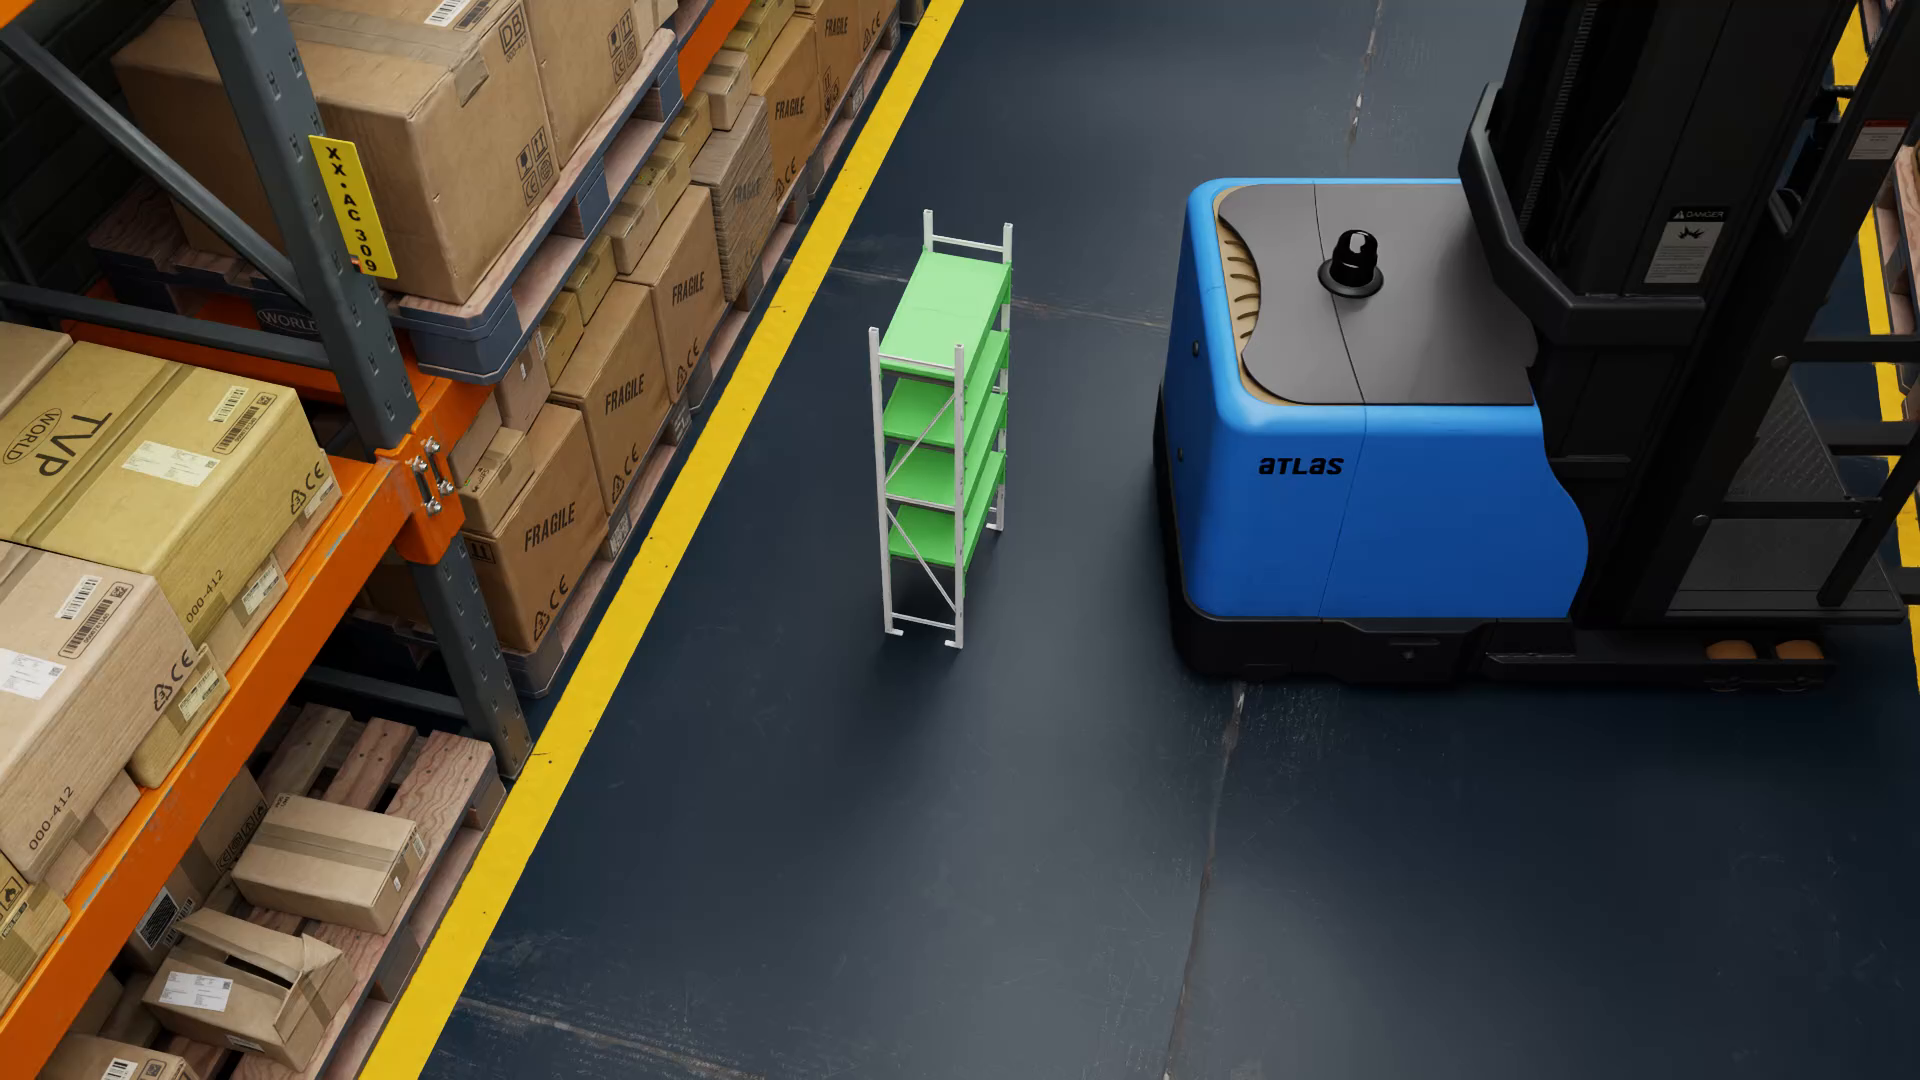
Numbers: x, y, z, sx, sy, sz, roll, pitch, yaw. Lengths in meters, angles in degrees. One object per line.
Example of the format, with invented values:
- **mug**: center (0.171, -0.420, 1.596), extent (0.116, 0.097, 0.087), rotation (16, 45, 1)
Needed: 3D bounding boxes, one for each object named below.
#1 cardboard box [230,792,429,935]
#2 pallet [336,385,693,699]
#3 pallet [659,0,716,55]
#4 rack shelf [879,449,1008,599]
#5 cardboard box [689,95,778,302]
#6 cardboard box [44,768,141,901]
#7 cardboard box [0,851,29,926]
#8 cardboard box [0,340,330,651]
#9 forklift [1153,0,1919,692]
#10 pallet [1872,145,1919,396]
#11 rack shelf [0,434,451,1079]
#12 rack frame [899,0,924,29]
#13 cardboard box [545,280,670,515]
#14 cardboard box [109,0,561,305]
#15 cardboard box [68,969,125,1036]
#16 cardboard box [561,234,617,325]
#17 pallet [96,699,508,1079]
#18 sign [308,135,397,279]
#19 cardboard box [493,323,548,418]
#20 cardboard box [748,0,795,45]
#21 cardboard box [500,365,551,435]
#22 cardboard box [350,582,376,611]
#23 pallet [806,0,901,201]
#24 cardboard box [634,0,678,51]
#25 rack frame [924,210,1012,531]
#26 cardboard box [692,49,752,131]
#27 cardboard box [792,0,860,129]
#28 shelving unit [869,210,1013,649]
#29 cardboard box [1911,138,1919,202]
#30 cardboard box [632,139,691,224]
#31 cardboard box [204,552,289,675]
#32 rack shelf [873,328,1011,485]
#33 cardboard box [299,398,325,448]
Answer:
- **cardboard box**: center (-1.572, 0.806, 4.159), extent (0.380, 0.149, 0.250), rotation (10, 49, 9)
- **pallet**: center (-1.531, -0.132, 5.226), extent (1.003, 0.211, 1.213), rotation (12, 50, 10)
- **pallet**: center (-1.163, -1.881, 5.038), extent (1.003, 0.211, 1.213), rotation (12, 50, 10)
- **rack shelf**: center (-0.044, -0.076, 4.922), extent (0.258, 0.148, 0.480), rotation (12, 50, 10)
- **cardboard box**: center (-0.955, -1.197, 5.693), extent (0.500, 0.500, 0.500), rotation (10, 49, 9)
- **cardboard box**: center (-1.736, 0.474, 2.998), extent (0.380, 0.149, 0.250), rotation (13, 50, 11)
- **cardboard box**: center (-1.869, 0.632, 2.593), extent (0.500, 0.250, 0.500), rotation (11, 50, 10)
- **cardboard box**: center (-1.607, -0.091, 3.232), extent (0.500, 0.250, 0.500), rotation (13, 50, 11)
- **forklift**: center (2.146, -0.929, 4.115), extent (3.031, 2.935, 1.130), rotation (0, 49, 0)
- **pallet**: center (3.854, -0.897, 5.901), extent (1.003, 0.211, 1.213), rotation (12, 50, 10)
- **rack shelf**: center (-2.235, 1.226, 2.647), extent (1.077, 0.370, 4.000), rotation (12, 50, 10)
- **rack frame**: center (-0.655, -3.352, 6.208), extent (1.000, 3.000, 0.127), rotation (12, 50, 10)
- **cardboard box**: center (-1.233, -0.463, 5.045), extent (0.500, 0.500, 0.500), rotation (11, 49, 10)
- **cardboard box**: center (-1.365, -0.937, 3.729), extent (0.700, 0.500, 0.500), rotation (13, 50, 11)
- **cardboard box**: center (-2.224, 1.090, 3.908), extent (0.380, 0.149, 0.250), rotation (11, 49, 10)
- **cardboard box**: center (-1.243, -0.797, 4.907), extent (0.380, 0.149, 0.250), rotation (11, 49, 9)
- **pallet**: center (-1.890, 0.960, 4.262), extent (1.003, 0.211, 1.213), rotation (12, 50, 10)
- **sign**: center (-1.183, -0.644, 3.240), extent (0.100, 0.325, 0.005), rotation (12, 50, 10)
- **cardboard box**: center (-1.335, -0.488, 4.436), extent (0.380, 0.149, 0.250), rotation (9, 49, 8)
- **cardboard box**: center (-0.808, -1.904, 5.884), extent (0.380, 0.149, 0.250), rotation (13, 50, 11)
- **cardboard box**: center (-1.359, -0.408, 4.564), extent (0.380, 0.149, 0.250), rotation (10, 49, 9)
- **cardboard box**: center (-1.864, -0.184, 4.799), extent (0.500, 0.500, 0.500), rotation (11, 50, 10)
- **pallet**: center (-0.888, -1.897, 6.783), extent (1.003, 0.211, 1.213), rotation (12, 50, 10)
- **cardboard box**: center (-0.972, -1.483, 4.367), extent (0.396, 0.266, 0.258), rotation (14, 50, 12)
- **rack frame**: center (0.021, -0.454, 4.850), extent (0.240, 1.200, 0.015), rotation (12, 50, 10)
- **cardboard box**: center (-0.917, -1.518, 5.544), extent (0.380, 0.149, 0.250), rotation (9, 49, 8)
- **cardboard box**: center (-0.701, -1.956, 6.363), extent (0.500, 0.500, 0.500), rotation (11, 49, 9)
- **shelving unit**: center (-0.044, -0.277, 4.694), extent (0.258, 1.200, 0.503), rotation (12, 50, 10)
- **cardboard box**: center (3.872, -1.328, 5.559), extent (0.875, 0.875, 0.875), rotation (11, 50, 10)
- **cardboard box**: center (-1.074, -1.149, 5.218), extent (0.380, 0.149, 0.250), rotation (13, 50, 11)
- **cardboard box**: center (-1.596, 0.097, 3.331), extent (0.380, 0.149, 0.250), rotation (13, 50, 11)
- **rack shelf**: center (-0.044, -0.394, 4.562), extent (0.258, 0.148, 0.480), rotation (12, 50, 10)
- **cardboard box**: center (-1.890, -0.309, 4.476), extent (0.380, 0.149, 0.250), rotation (10, 49, 9)
